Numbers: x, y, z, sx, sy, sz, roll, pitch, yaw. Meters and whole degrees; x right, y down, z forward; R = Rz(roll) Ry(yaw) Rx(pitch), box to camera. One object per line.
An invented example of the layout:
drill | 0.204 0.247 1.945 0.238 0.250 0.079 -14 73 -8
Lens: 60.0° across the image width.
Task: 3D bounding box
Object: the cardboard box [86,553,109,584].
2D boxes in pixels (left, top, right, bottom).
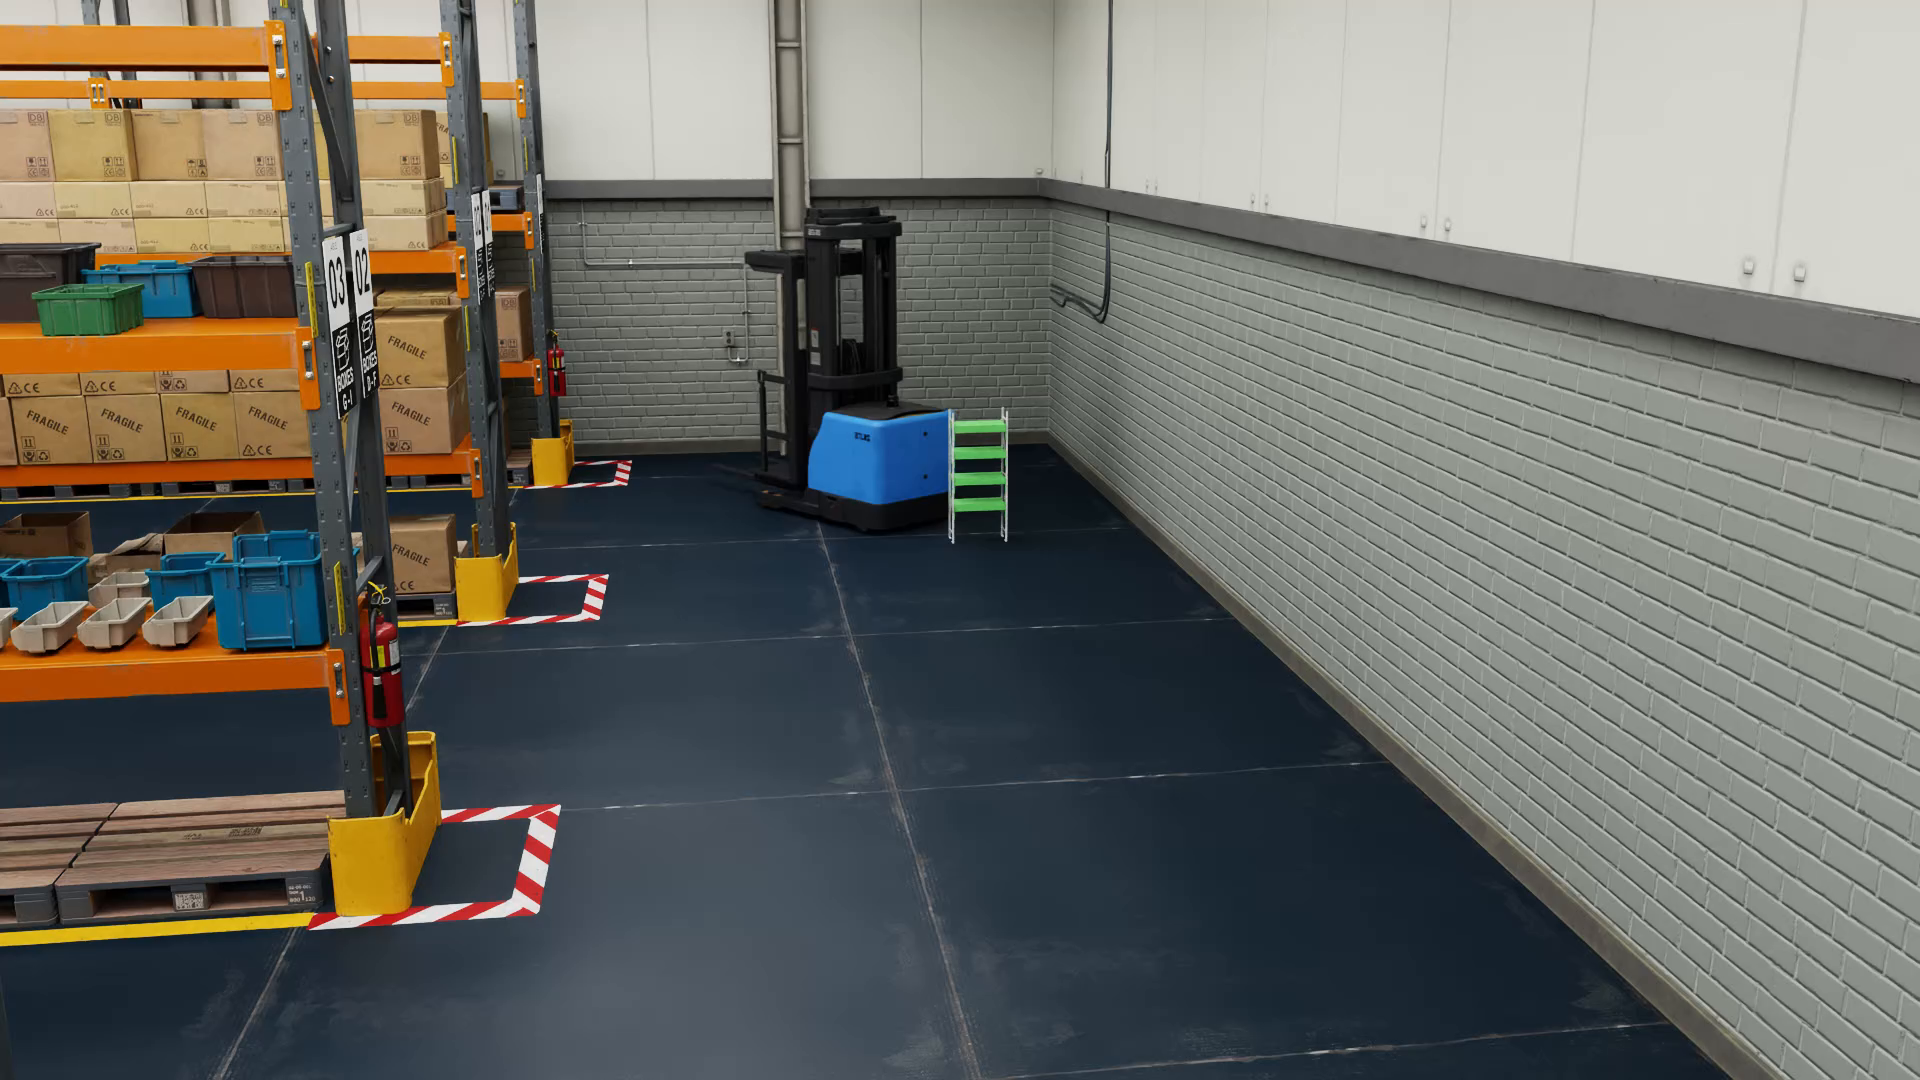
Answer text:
cardboard box | -6.754 0.223 13.122 0.250 0.149 0.380 -2 14 -8

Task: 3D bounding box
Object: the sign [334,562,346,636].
sign | -2.850 0.270 7.644 0.005 0.325 0.100 -2 14 -8

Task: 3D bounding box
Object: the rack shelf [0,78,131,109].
rack shelf | -10.357 -4.315 16.231 4.000 0.370 1.077 -2 14 -8

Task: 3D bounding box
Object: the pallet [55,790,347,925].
pallet | -3.769 1.590 8.446 1.213 0.211 1.003 -2 14 -8

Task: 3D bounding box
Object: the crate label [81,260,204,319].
crate label | -3.908 -1.210 8.019 0.502 0.251 0.408 -2 14 -8

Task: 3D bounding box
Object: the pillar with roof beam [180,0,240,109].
pillar with roof beam | -7.174 -4.129 13.185 0.400 9.000 9.100 -2 14 -8

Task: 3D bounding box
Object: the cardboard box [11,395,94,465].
cardboard box | -6.587 -0.850 12.240 0.500 0.500 0.500 -2 14 -7

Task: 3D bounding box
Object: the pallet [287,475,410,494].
pallet | -6.406 -0.722 17.667 1.213 0.211 1.003 -2 14 -8

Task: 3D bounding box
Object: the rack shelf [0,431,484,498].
rack shelf | -5.660 -0.553 12.739 4.000 0.370 1.077 -2 14 -8

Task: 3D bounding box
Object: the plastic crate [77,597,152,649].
plastic crate | -4.016 0.396 7.894 0.243 0.136 0.396 -2 14 -8

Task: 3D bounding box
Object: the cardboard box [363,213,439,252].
cardboard box | -4.151 -2.275 12.267 0.500 0.250 0.500 -2 14 -8

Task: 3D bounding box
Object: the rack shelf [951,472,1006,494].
rack shelf | 0.164 -0.526 15.115 0.480 0.148 0.258 -2 14 -8

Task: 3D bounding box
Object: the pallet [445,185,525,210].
pallet | -5.156 -3.548 17.220 1.213 0.211 1.003 -2 14 -8

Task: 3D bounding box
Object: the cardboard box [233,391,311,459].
cardboard box | -5.091 -0.905 12.457 0.500 0.500 0.500 -2 14 -8

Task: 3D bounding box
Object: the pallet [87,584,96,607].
pallet | -6.958 0.499 12.800 1.213 0.211 1.003 -2 14 -8

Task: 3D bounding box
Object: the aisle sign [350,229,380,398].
aisle sign | -2.921 -1.118 8.168 0.004 0.787 0.394 -2 14 -8

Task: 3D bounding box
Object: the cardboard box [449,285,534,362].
cardboard box | -4.926 -2.290 17.572 0.700 0.700 0.980 -1 14 -6

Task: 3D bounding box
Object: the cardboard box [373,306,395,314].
cardboard box | -4.676 -1.534 12.913 0.500 0.500 0.500 -2 14 -8

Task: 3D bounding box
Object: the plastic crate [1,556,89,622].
plastic crate | -4.543 0.247 8.292 0.300 0.233 0.416 -2 14 -8

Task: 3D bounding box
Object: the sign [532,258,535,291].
sign | -4.356 -2.711 16.999 0.005 0.325 0.100 -2 14 -8

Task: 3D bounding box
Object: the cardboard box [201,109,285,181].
cardboard box | -5.173 -2.899 12.186 0.500 0.500 0.700 -2 14 -8

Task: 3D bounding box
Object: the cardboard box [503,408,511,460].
cardboard box | -5.101 -1.108 17.747 0.500 0.500 0.700 -2 14 -8

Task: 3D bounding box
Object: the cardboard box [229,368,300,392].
cardboard box | -5.092 -1.387 12.326 0.500 0.500 0.500 -2 14 -7

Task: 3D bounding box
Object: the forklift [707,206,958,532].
forklift | -1.387 -1.787 16.323 1.130 2.935 3.031 -13 19 -41

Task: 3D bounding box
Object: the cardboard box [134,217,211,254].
cardboard box | -5.636 -2.224 12.064 0.500 0.250 0.500 -2 14 -8

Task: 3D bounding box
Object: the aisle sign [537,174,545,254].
aisle sign | -4.308 -3.357 17.098 0.004 0.787 0.394 -2 14 -8

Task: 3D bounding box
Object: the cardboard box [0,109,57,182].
cardboard box | -6.647 -2.829 11.907 0.500 0.500 0.700 -2 14 -8

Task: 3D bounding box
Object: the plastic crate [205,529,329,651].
plastic crate | -3.251 0.228 7.950 0.499 0.435 0.616 -2 14 -8

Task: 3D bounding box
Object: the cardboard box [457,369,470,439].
cardboard box | -4.160 -1.070 13.117 0.500 0.500 0.500 -2 14 -7

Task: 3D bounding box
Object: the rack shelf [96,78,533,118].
rack shelf | -6.401 -4.460 16.809 4.000 0.370 1.077 -2 14 -8

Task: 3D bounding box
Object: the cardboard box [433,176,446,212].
cardboard box | -4.229 -2.643 12.709 0.500 0.250 0.500 -2 14 -8

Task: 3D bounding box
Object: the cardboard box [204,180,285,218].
cardboard box | -5.141 -2.484 12.073 0.500 0.250 0.500 -2 14 -8

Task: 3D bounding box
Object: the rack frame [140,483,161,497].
rack frame | -8.379 -2.021 17.113 0.127 3.000 1.000 -2 14 -8

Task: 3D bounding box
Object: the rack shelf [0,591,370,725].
rack shelf | -4.925 0.639 7.988 4.000 0.370 1.077 -2 14 -8

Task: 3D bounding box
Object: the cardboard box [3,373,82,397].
cardboard box | -6.619 -1.331 12.102 0.500 0.500 0.500 -3 14 -10

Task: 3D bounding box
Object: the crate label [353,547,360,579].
crate label | -3.241 0.199 8.482 0.303 0.233 0.416 -2 14 -8

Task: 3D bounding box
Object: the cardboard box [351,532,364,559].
cardboard box | -4.756 0.116 13.343 0.500 0.250 0.500 -2 14 -8

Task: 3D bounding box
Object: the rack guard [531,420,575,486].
rack guard | -4.400 -0.954 17.999 0.348 0.500 1.175 -2 14 -8

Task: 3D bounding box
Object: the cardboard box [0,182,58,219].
cardboard box | -6.625 -2.431 11.861 0.500 0.250 0.500 -2 14 -8

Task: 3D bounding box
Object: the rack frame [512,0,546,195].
rack frame | -4.424 -5.076 16.962 0.127 3.000 1.000 -2 14 -8

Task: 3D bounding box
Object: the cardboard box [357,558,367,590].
cardboard box | -4.597 0.259 12.945 0.250 0.166 0.380 -2 14 -8

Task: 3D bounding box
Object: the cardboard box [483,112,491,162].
cardboard box | -5.181 -4.196 17.316 0.500 0.500 0.500 -3 14 -10

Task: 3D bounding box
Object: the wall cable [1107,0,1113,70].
wall cable | 1.626 -5.487 14.605 0.112 2.526 3.097 -2 14 -8

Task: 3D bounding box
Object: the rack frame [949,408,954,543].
rack frame | -0.078 -0.579 15.065 0.015 1.200 0.240 -2 14 -8

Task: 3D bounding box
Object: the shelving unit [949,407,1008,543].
shelving unit | 0.164 -0.588 15.100 0.503 1.200 0.258 -2 14 -8
